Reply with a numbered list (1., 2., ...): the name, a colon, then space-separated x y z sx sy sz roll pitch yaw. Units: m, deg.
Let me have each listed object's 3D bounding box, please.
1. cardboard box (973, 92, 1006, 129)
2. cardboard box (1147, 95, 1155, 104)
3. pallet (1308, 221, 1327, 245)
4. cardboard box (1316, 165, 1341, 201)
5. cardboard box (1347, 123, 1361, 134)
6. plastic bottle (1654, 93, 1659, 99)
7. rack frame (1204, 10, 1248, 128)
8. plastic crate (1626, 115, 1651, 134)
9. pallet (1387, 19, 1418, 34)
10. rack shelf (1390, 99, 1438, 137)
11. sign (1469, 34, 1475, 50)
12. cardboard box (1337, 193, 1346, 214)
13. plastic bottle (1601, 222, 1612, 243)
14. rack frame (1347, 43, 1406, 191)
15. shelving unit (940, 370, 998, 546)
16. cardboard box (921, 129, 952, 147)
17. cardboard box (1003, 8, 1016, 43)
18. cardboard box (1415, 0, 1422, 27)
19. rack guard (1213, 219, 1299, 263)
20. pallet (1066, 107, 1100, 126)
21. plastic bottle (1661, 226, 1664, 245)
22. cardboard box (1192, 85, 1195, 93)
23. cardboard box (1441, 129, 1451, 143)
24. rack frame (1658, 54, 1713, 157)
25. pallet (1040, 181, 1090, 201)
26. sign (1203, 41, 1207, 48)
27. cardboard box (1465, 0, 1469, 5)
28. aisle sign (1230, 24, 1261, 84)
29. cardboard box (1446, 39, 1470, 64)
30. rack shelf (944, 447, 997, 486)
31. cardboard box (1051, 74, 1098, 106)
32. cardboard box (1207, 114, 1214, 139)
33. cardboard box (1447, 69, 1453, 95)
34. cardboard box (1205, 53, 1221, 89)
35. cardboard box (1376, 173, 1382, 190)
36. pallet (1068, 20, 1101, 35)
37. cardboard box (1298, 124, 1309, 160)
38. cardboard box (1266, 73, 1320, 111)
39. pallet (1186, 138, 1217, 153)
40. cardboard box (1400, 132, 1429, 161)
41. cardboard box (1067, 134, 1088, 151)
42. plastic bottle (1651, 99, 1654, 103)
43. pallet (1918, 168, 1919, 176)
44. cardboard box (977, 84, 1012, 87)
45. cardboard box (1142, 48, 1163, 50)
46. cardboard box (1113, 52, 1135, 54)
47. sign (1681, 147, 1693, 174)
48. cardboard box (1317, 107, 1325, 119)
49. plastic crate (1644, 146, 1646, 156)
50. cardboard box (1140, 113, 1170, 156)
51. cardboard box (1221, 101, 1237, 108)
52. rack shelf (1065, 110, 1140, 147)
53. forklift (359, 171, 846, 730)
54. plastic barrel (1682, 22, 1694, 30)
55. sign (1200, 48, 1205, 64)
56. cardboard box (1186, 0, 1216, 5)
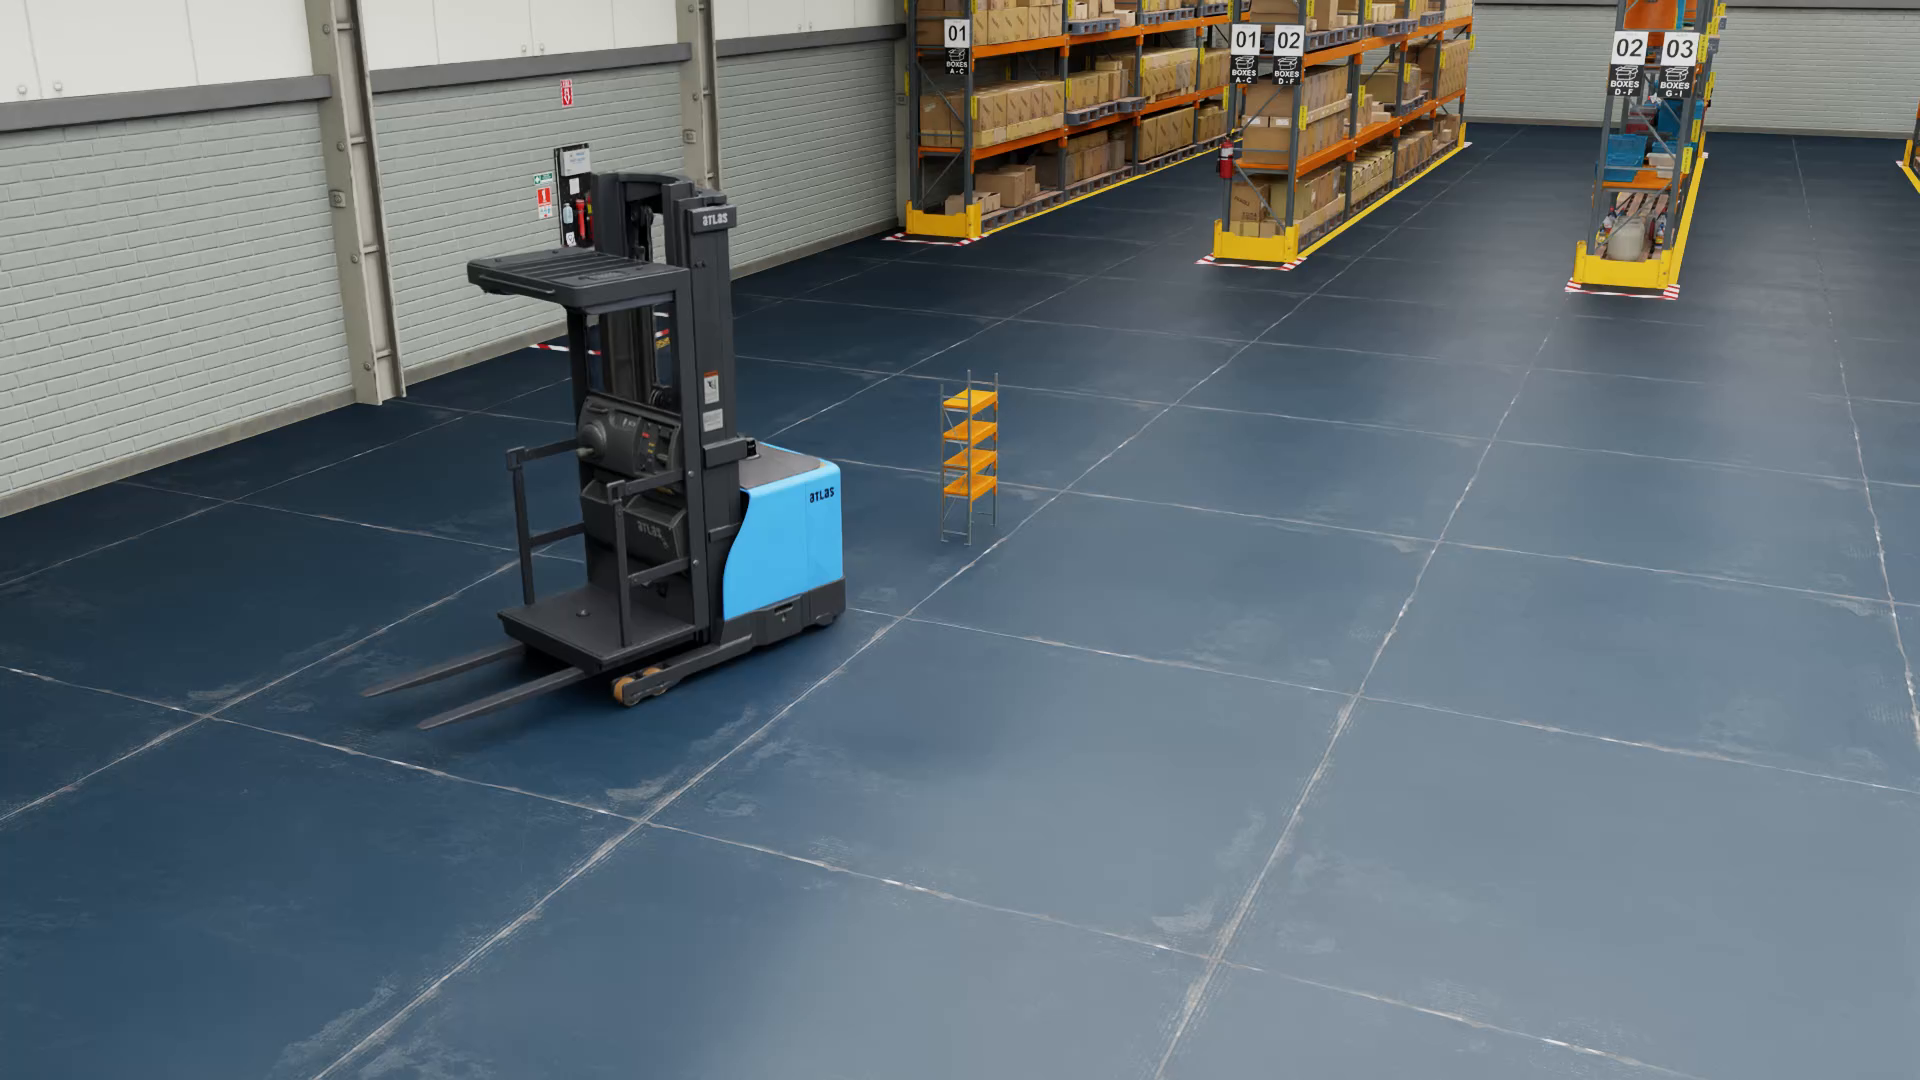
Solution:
1. cardboard box: 0.392 -6.685 25.864 0.500 0.500 0.500 9 21 23
2. cardboard box: 3.630 -8.689 32.770 0.380 0.149 0.250 9 22 24
3. pallet: 5.008 -4.757 25.530 1.003 0.211 1.213 9 21 23
4. cardboard box: 5.664 -5.615 26.139 0.500 0.500 0.500 9 21 23
5. cardboard box: 6.419 -6.807 27.507 0.380 0.149 0.250 9 21 23
6. plastic bottle: 13.207 -8.349 31.541 0.144 0.351 0.185 9 21 23
7. rack frame: 6.263 -11.029 39.005 1.000 3.000 0.127 9 21 23
8. plastic crate: 10.306 -6.222 25.392 0.402 0.464 0.583 9 21 23
9. pallet: 7.312 -9.010 29.132 1.213 0.211 1.003 10 22 25
10. rack shelf: 8.327 -8.178 32.061 1.077 0.370 4.000 9 21 23
11. sign: 11.282 -10.963 36.619 0.100 0.325 0.005 9 21 23
12. cardboard box: 5.879 -5.413 26.690 0.500 0.250 0.500 9 21 23
13. plastic bottle: 9.230 -4.398 23.766 0.152 0.276 0.135 9 21 23
14. rack frame: 7.508 -7.905 30.221 1.000 3.000 0.127 9 21 23
15. shelving unit: 0.068 -0.616 12.410 0.258 1.200 0.503 9 21 23
16. cardboard box: -0.274 -6.247 25.751 0.500 0.250 0.500 9 21 23
17. cardboard box: 0.538 -7.995 25.816 0.500 0.500 0.500 10 22 25
18. cardboard box: 8.078 -9.819 30.975 0.910 0.500 0.500 9 21 23
19. rack guard: 4.222 -4.275 23.742 1.175 0.500 0.348 9 21 23
20. pallet: 1.795 -7.484 29.324 1.003 0.211 1.213 9 21 23
21. plastic bottle: 9.885 -4.285 23.437 0.061 0.283 0.133 9 21 24
22. cardboard box: 4.745 -9.556 35.206 0.380 0.149 0.250 9 21 23
23. cardboard box: 10.369 -8.776 36.117 0.500 0.250 0.500 9 21 23
24. rack frame: 15.301 -9.670 35.183 1.000 3.000 0.127 9 21 23
25. pallet: 1.667 -6.285 29.828 1.003 0.211 1.213 9 21 23
26. sign: 5.759 -11.553 39.066 0.100 0.325 0.005 9 21 23
27. cardboard box: 10.602 -11.584 35.566 0.500 0.250 0.500 9 21 23
28. aisle sign: 3.937 -6.705 22.966 0.394 0.787 0.004 9 21 23
29. cardboard box: 10.852 -10.695 36.424 0.500 0.500 0.500 8 21 22
30. rack shelf: 0.068 -0.553 12.433 0.258 0.148 0.480 9 21 23
31. cardboard box: 2.065 -8.142 30.080 0.700 0.500 0.500 12 23 30
32. cardboard box: 5.233 -9.194 36.949 0.700 0.500 0.500 8 21 22
33. cardboard box: 10.017 -9.603 34.846 0.500 0.500 0.500 8 21 22
34. cardboard box: 5.166 -10.334 36.602 0.980 0.700 0.700 8 21 21
35. cardboard box: 7.098 -6.302 29.189 0.500 0.250 0.500 9 22 24
36. pallet: 1.699 -8.860 28.709 1.213 0.211 1.003 9 21 23
37. cardboard box: 4.645 -5.809 24.177 0.700 0.500 0.500 9 22 24
38. cardboard box: 4.872 -6.591 24.440 0.700 0.500 0.500 9 21 23
39. pallet: 5.008 -8.715 36.658 1.003 0.211 1.213 9 21 23
40. cardboard box: 8.995 -7.817 33.048 0.500 0.500 0.500 9 21 23
41. cardboard box: 2.022 -7.266 30.378 0.500 0.250 0.500 8 21 21
42. plastic bottle: 12.652 -7.946 30.519 0.152 0.276 0.135 9 21 23
43. pallet: 19.063 -7.050 31.977 1.003 0.211 1.213 9 21 23
44. cardboard box: 0.542 -7.229 27.394 0.500 0.500 0.500 9 22 24
45. cardboard box: 3.991 -10.091 34.624 0.500 0.250 0.500 9 21 23
46. cardboard box: 3.365 -9.622 33.307 0.500 0.250 0.500 8 21 21
47. sign: 9.249 -4.833 21.168 0.100 0.325 0.005 9 21 23
48. cardboard box: 5.219 -6.373 24.794 0.380 0.149 0.250 9 21 23
49. plastic crate: 9.574 -5.526 23.846 0.450 0.188 0.662 9 21 23
50. cardboard box: 3.772 -8.243 33.751 0.750 0.750 0.750 8 21 22
51. cardboard box: 6.181 -10.063 38.424 0.380 0.149 0.250 8 21 22
52. rack shelf: 2.168 -7.634 30.530 1.077 0.370 4.000 9 21 23
53. forklift: -2.118 -0.601 9.785 1.130 2.935 3.031 17 26 40
54. plastic barrel: 11.718 -8.152 26.644 0.301 0.262 0.301 0 20 0
55. sign: 5.124 -10.243 35.185 0.100 0.325 0.005 9 21 23
56. cardboard box: 5.148 -11.569 35.495 0.500 0.250 0.500 8 21 23
